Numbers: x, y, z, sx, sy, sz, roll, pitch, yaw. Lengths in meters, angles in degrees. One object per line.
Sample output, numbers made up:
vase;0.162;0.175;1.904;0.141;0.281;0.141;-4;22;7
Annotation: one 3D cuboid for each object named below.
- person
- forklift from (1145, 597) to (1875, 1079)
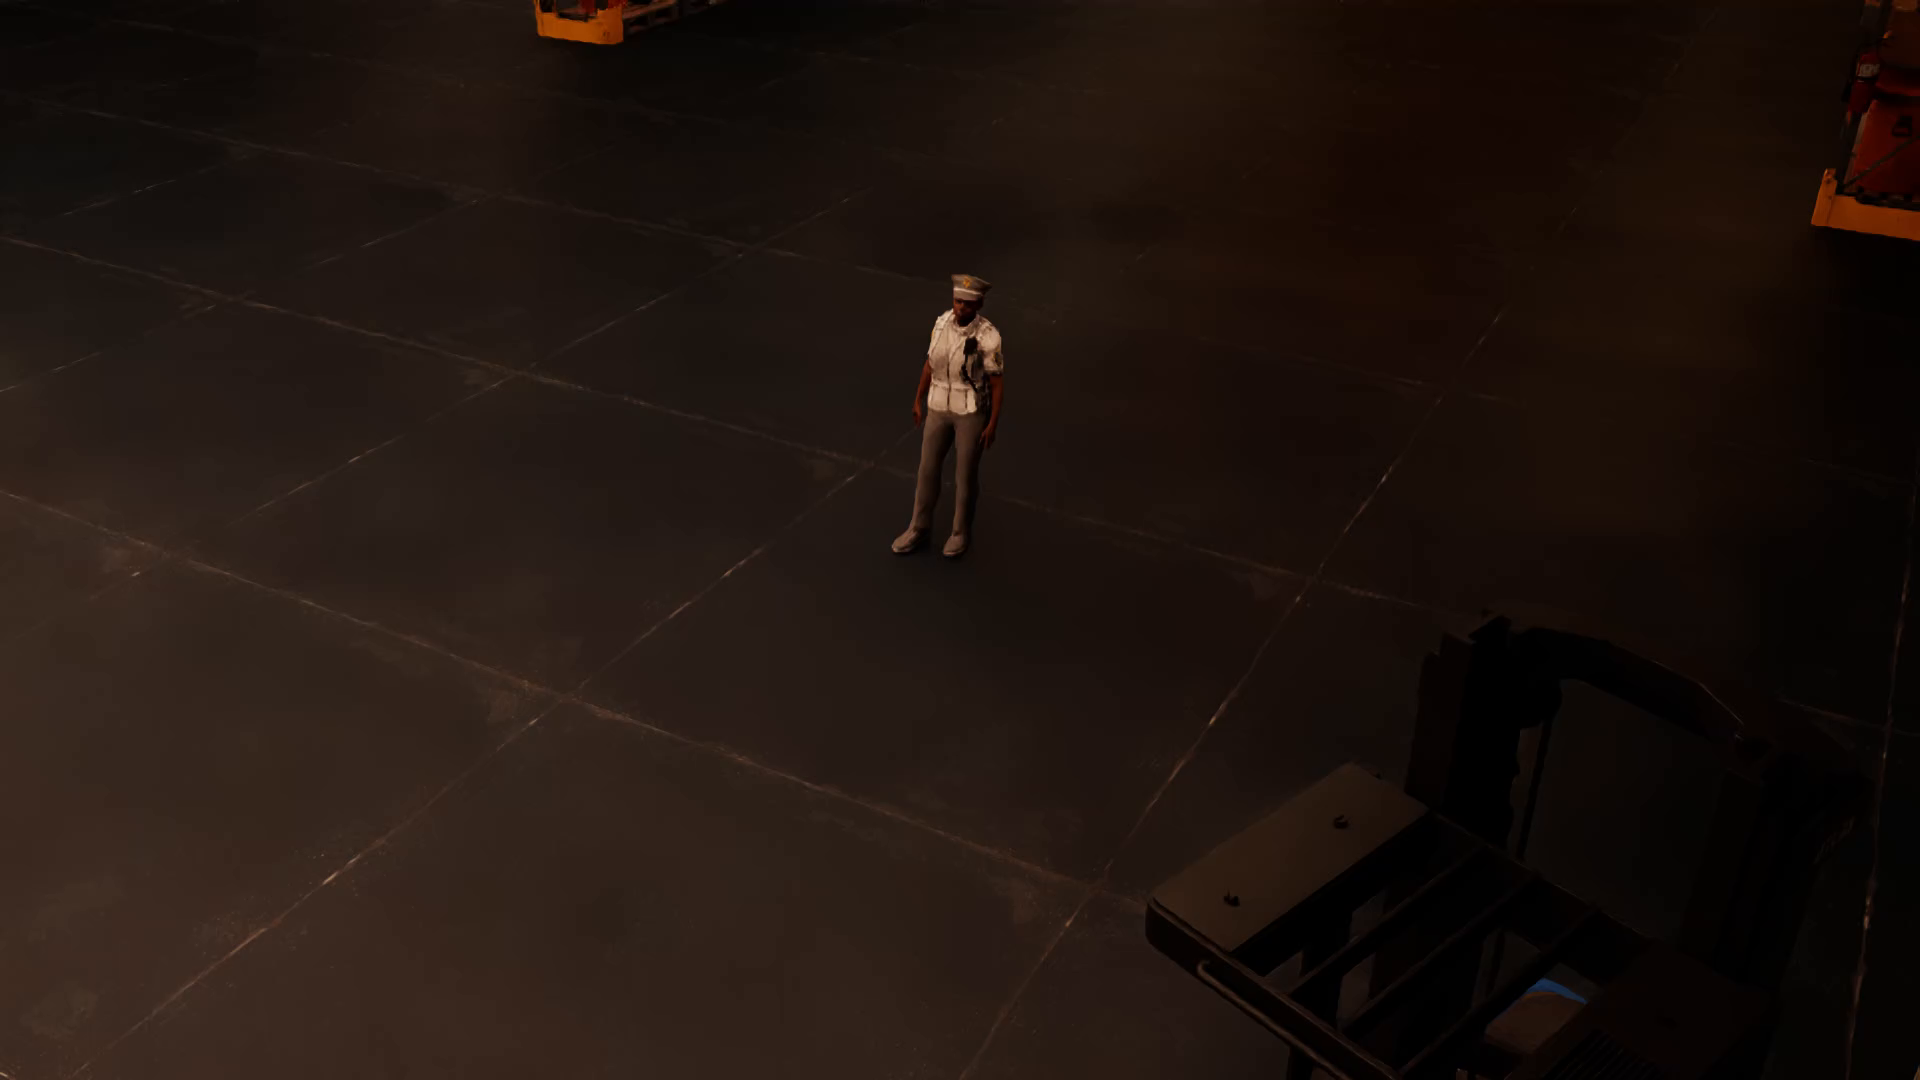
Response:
person;-0.053;-0.713;9.527;0.570;1.695;0.529;15;33;25
forklift;1.095;1.726;4.079;3.031;2.935;1.130;-24;37;-35
